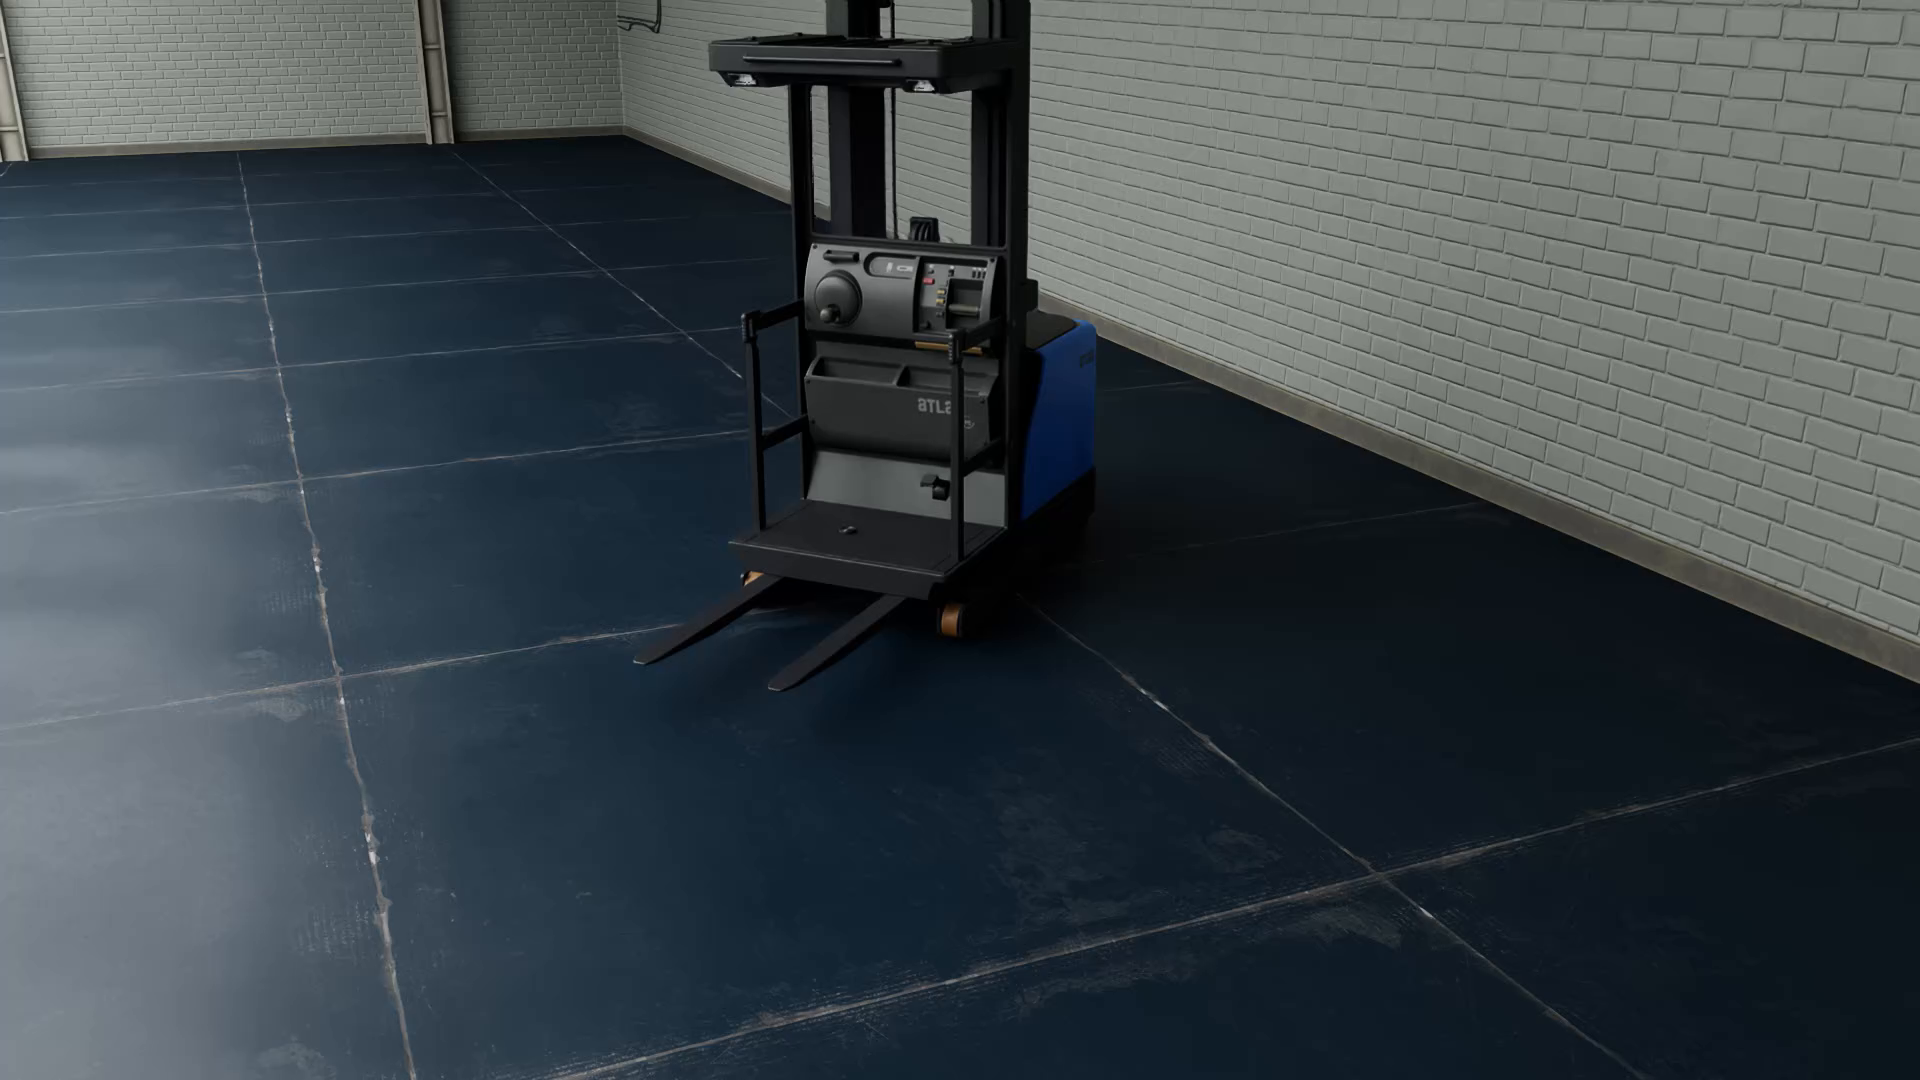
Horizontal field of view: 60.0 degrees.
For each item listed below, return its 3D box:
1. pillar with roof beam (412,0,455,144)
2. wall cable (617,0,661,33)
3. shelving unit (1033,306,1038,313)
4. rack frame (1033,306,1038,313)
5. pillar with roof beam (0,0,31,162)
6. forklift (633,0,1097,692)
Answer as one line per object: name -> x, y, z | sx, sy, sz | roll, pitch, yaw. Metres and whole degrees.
pillar with roof beam -> -6.567, -9.256, 21.259 | 0.400, 9.000, 9.100 | -8, 21, -22
wall cable -> -5.043, -9.088, 25.459 | 0.112, 2.526, 3.097 | -8, 21, -22
shelving unit -> 0.264, -0.788, 8.953 | 0.258, 1.200, 0.189 | 8, 21, 23
rack frame -> 0.301, -0.816, 9.032 | 0.240, 1.200, 0.006 | 8, 21, 23
pillar with roof beam -> -12.076, -8.466, 19.017 | 0.400, 9.000, 9.100 | -8, 21, -22
forklift -> -0.355, -1.109, 7.258 | 1.130, 2.935, 3.031 | 8, 21, 23
